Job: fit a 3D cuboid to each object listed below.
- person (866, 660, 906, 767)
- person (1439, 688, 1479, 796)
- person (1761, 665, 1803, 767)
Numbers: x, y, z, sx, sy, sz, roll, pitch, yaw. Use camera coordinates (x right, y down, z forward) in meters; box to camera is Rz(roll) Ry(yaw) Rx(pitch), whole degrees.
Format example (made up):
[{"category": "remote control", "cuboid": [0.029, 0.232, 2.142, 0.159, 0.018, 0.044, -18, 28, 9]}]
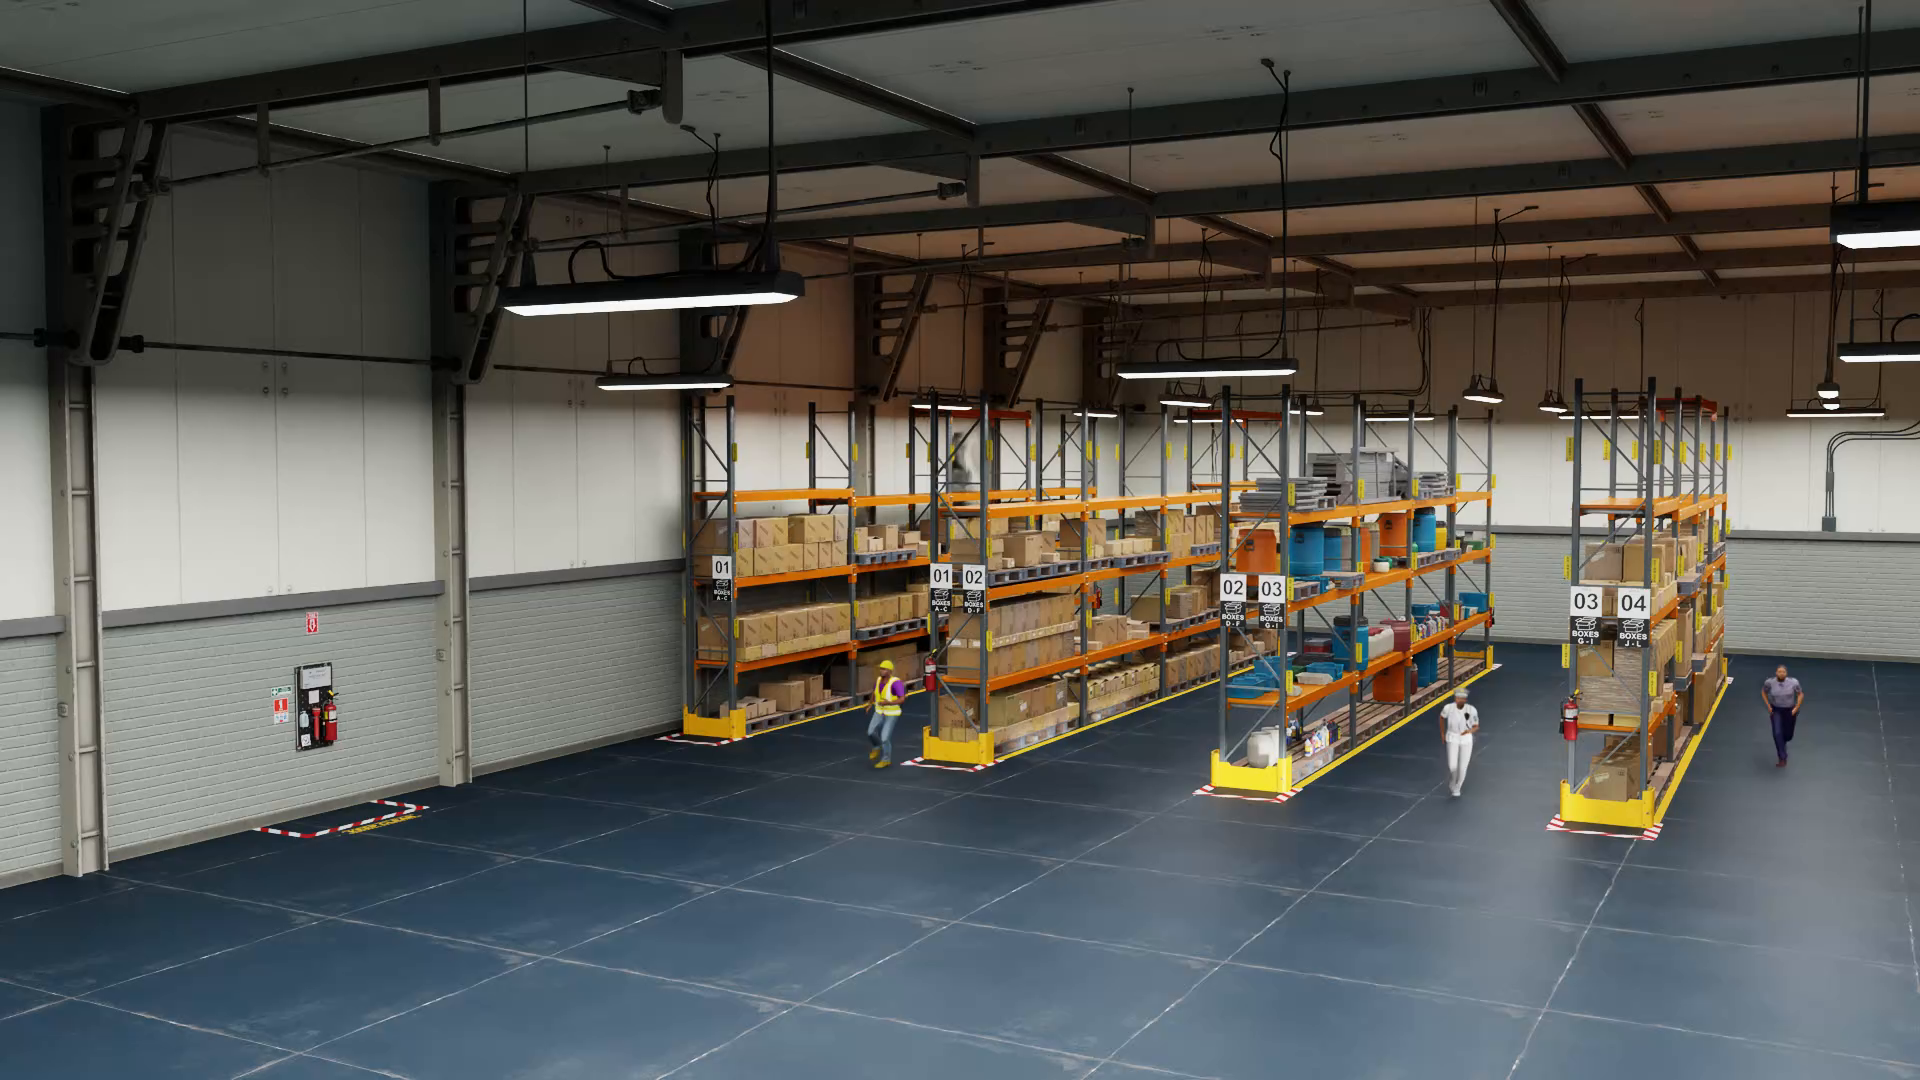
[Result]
[{"category": "person", "cuboid": [-1.202, 2.763, 26.431, 0.807, 1.720, 0.606, 1, 3, 25]}, {"category": "person", "cuboid": [7.181, 2.912, 23.932, 0.532, 1.613, 0.698, 1, 3, 13]}, {"category": "person", "cuboid": [13.265, 2.811, 26.850, 0.607, 1.647, 0.917, 1, 3, 21]}]
